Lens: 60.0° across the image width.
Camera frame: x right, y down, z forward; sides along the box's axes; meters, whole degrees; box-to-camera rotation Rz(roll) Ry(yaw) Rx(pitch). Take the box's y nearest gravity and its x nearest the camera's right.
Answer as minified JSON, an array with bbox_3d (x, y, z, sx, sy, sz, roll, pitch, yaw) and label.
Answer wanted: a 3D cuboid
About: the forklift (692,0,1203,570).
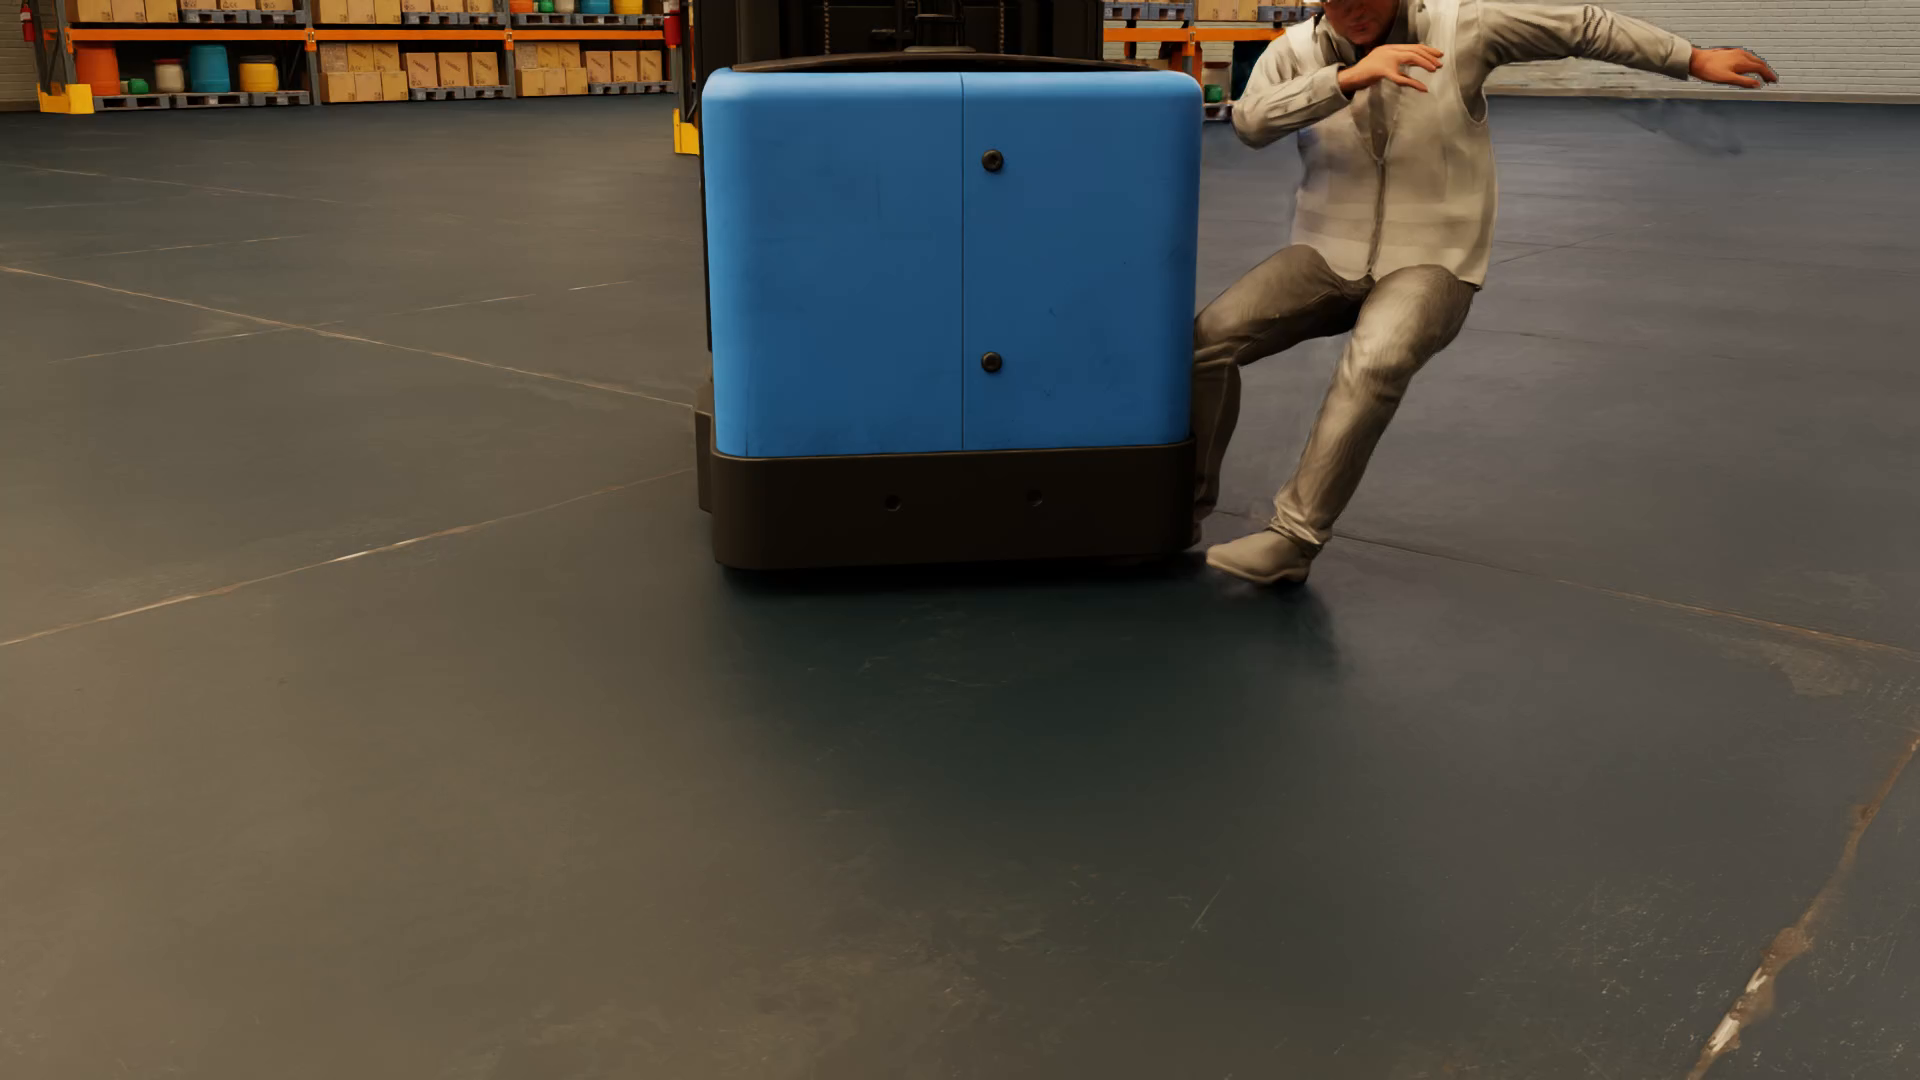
[{"bbox_3d":[-0.194,-1.722,4.568,1.130,2.935,3.031,-2,17,-7],"label":"forklift"}]

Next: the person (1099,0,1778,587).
[{"bbox_3d":[0.991,-0.609,3.541,1.278,1.456,0.839,8,18,23],"label":"person"}]
